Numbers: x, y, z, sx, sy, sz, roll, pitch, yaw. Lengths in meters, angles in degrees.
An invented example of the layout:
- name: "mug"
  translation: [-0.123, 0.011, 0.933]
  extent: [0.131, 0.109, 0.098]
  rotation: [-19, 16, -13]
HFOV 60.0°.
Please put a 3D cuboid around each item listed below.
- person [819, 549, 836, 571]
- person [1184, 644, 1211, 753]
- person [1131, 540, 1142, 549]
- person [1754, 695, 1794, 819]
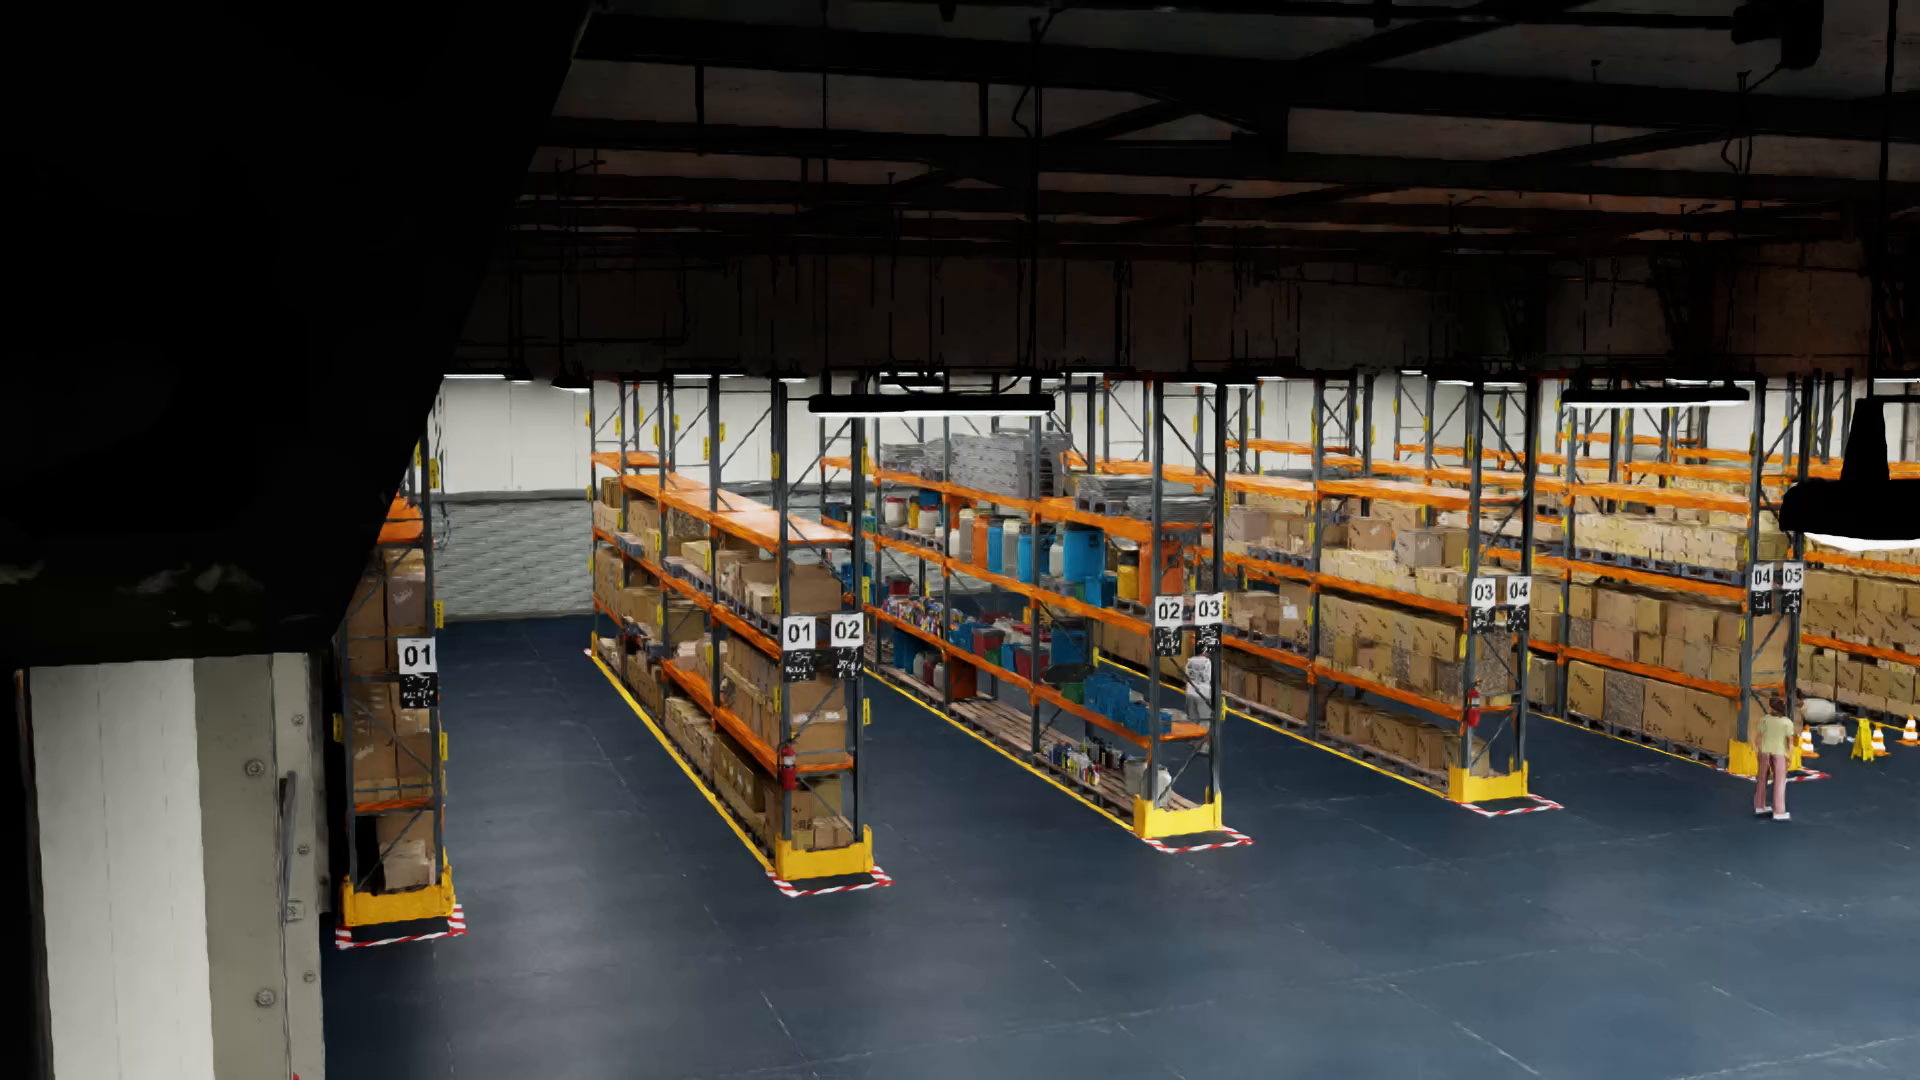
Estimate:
- name: "person"
  translation: [-3.273, 1.072, 39.558]
  extent: [0.511, 1.713, 0.722]
  rotation: [3, 7, 25]
- name: "person"
  translation: [3.862, 2.485, 26.528]
  extent: [0.628, 1.768, 0.474]
  rotation: [6, 8, 41]
- name: "person"
  translation: [4.561, 0.717, 42.702]
  extent: [0.680, 1.709, 0.866]
  rotation: [-2, 7, -15]
- name: "person"
  translation: [11.142, 2.953, 22.749]
  extent: [0.499, 1.644, 0.432]
  rotation: [5, 8, 38]
